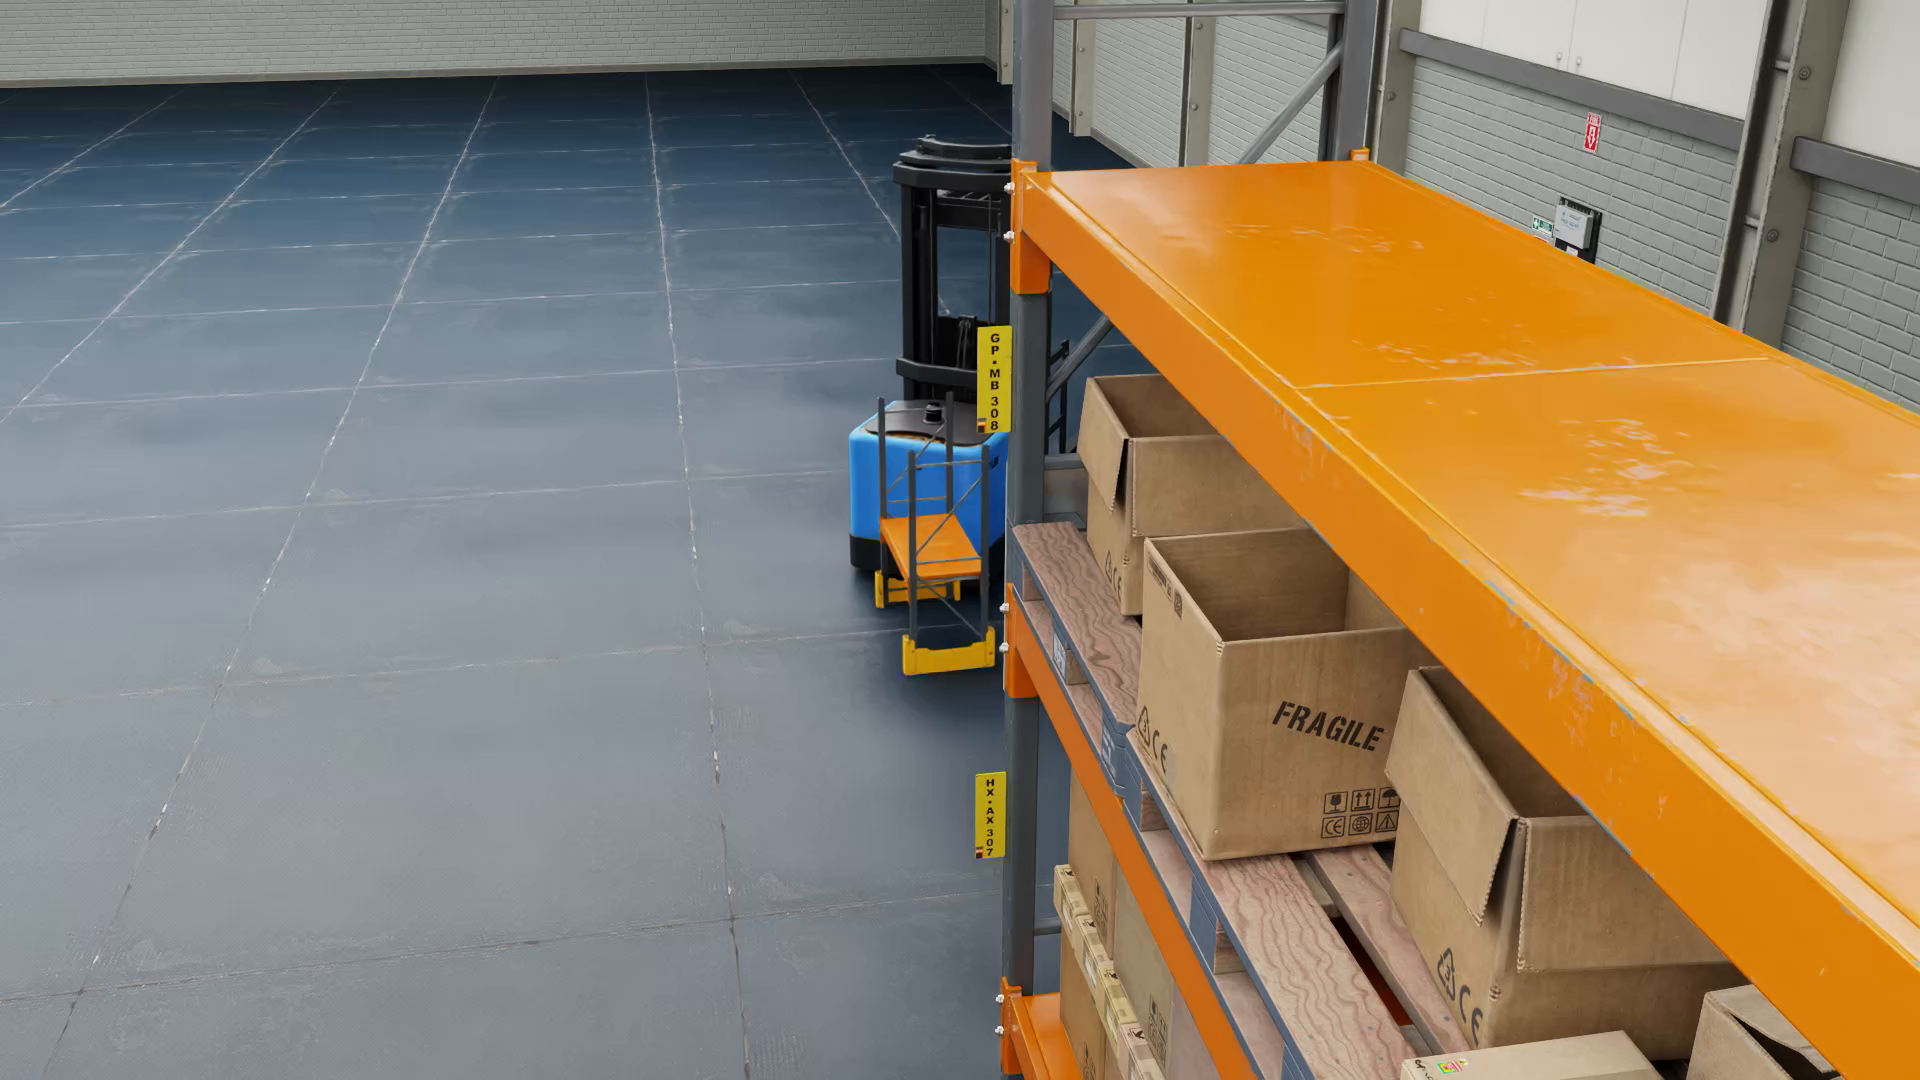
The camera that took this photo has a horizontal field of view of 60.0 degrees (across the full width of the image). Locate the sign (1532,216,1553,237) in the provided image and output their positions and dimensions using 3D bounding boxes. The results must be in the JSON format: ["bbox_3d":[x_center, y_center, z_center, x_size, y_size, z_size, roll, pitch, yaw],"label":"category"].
[{"bbox_3d":[4.957,-2.670,14.150,0.001,0.109,0.331,-4,24,-10],"label":"sign"}]

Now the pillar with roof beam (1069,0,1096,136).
[{"bbox_3d":[-2.174,-10.724,25.802,9.100,9.000,0.400,-4,24,-10],"label":"pillar with roof beam"}]

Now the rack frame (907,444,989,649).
[{"bbox_3d":[-0.069,0.133,10.313,0.500,1.500,0.032,-5,24,-12],"label":"rack frame"}]

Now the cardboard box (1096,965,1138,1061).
[{"bbox_3d":[0.604,1.333,4.757,0.380,0.149,0.250,-4,24,-10],"label":"cardboard box"}]

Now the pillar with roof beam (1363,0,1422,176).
[{"bbox_3d":[0.045,-6.003,14.995,9.100,9.000,0.400,-4,24,-10],"label":"pillar with roof beam"}]

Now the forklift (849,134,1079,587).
[{"bbox_3d":[0.237,-1.576,12.438,1.130,2.935,3.031,9,25,20],"label":"forklift"}]

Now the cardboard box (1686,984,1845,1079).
[{"bbox_3d":[1.453,0.857,2.447,0.500,0.311,0.500,-6,24,-13],"label":"cardboard box"}]

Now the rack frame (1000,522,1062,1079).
[{"bbox_3d":[0.647,1.304,5.759,1.000,3.000,0.127,-4,24,-10],"label":"rack frame"}]

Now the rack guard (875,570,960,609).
[{"bbox_3d":[-0.290,0.317,11.455,0.587,0.250,0.087,-5,24,-12],"label":"rack guard"}]

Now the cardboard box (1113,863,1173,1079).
[{"bbox_3d":[0.833,1.075,4.536,0.700,0.500,0.500,-5,24,-11],"label":"cardboard box"}]

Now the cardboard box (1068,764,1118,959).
[{"bbox_3d":[0.731,0.869,5.009,0.700,0.500,0.500,-4,24,-10],"label":"cardboard box"}]

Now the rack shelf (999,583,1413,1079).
[{"bbox_3d":[1.017,1.046,3.502,1.077,0.370,4.000,-4,24,-10],"label":"rack shelf"}]

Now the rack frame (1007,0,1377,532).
[{"bbox_3d":[0.647,-1.445,4.558,1.000,3.000,0.127,-4,24,-10],"label":"rack frame"}]

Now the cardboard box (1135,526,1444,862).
[{"bbox_3d":[0.686,0.300,3.485,0.500,0.500,0.500,-4,24,-10],"label":"cardboard box"}]

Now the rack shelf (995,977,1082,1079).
[{"bbox_3d":[1.017,2.420,4.102,1.077,0.370,4.000,-4,24,-10],"label":"rack shelf"}]

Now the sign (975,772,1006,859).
[{"bbox_3d":[0.101,0.910,5.481,0.100,0.325,0.005,-4,24,-10],"label":"sign"}]

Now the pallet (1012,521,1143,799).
[{"bbox_3d":[0.753,0.250,4.535,1.003,0.211,1.213,-4,24,-10],"label":"pallet"}]

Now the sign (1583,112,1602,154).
[{"bbox_3d":[5.062,-3.261,13.314,0.001,0.298,0.199,-4,24,-10],"label":"sign"}]

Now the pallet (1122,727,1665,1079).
[{"bbox_3d":[0.982,0.731,3.434,1.003,0.211,1.213,-4,24,-10],"label":"pallet"}]

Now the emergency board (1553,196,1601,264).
[{"bbox_3d":[4.965,-2.188,13.754,0.194,1.169,0.643,-4,24,-10],"label":"emergency board"}]

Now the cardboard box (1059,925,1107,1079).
[{"bbox_3d":[0.721,1.443,5.317,0.700,0.500,0.500,-4,24,-10],"label":"cardboard box"}]

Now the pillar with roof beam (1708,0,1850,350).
[{"bbox_3d":[1.154,-3.643,9.591,9.100,9.000,0.400,-4,24,-10],"label":"pillar with roof beam"}]

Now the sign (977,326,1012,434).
[{"bbox_3d":[0.101,-0.469,4.879,0.100,0.325,0.005,-4,24,-10],"label":"sign"}]

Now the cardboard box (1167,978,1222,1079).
[{"bbox_3d":[0.927,1.274,4.083,0.700,0.500,0.500,-4,24,-10],"label":"cardboard box"}]

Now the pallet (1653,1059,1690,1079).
[{"bbox_3d":[1.204,1.210,2.338,1.003,0.211,1.213,-4,24,-10],"label":"pallet"}]

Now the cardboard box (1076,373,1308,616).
[{"bbox_3d":[0.749,-0.148,4.508,0.797,0.503,0.637,-3,24,-6],"label":"cardboard box"}]

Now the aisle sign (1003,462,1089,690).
[{"bbox_3d":[0.334,0.109,5.246,0.394,0.787,0.004,-4,24,-10],"label":"aisle sign"}]

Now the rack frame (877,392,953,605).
[{"bbox_3d":[-0.294,-0.264,11.222,0.500,1.500,0.032,-5,24,-12],"label":"rack frame"}]

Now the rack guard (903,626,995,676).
[{"bbox_3d":[-0.069,0.706,10.565,0.587,0.250,0.087,-5,24,-12],"label":"rack guard"}]

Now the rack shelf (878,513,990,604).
[{"bbox_3d":[-0.182,0.100,10.840,0.538,0.185,1.000,-5,24,-12],"label":"rack shelf"}]

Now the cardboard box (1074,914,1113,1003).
[{"bbox_3d":[0.560,1.235,4.982,0.380,0.149,0.250,-5,24,-11],"label":"cardboard box"}]

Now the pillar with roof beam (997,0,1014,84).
[{"bbox_3d":[-3.284,-13.084,31.206,9.100,9.000,0.400,-4,24,-10],"label":"pillar with roof beam"}]

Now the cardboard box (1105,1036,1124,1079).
[{"bbox_3d":[0.823,1.649,4.844,0.700,0.500,0.500,-4,24,-8],"label":"cardboard box"}]

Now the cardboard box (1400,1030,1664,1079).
[{"bbox_3d":[0.895,0.907,2.535,0.380,0.149,0.250,-4,24,-10],"label":"cardboard box"}]

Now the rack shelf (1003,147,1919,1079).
[{"bbox_3d":[1.017,-0.146,2.981,1.077,0.370,4.000,-4,24,-10],"label":"rack shelf"}]

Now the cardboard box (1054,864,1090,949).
[{"bbox_3d":[0.508,1.131,5.219,0.380,0.149,0.250,-4,24,-10],"label":"cardboard box"}]

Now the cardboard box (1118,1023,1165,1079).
[{"bbox_3d":[0.649,1.432,4.530,0.380,0.149,0.250,-5,24,-11],"label":"cardboard box"}]

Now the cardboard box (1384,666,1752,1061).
[{"bbox_3d":[1.206,0.542,2.928,0.797,0.503,0.637,-2,24,-4],"label":"cardboard box"}]

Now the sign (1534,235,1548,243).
[{"bbox_3d":[4.965,-2.429,14.262,0.001,0.329,0.234,-4,24,-10],"label":"sign"}]

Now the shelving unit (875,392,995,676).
[{"bbox_3d":[-0.180,-0.062,10.760,0.587,1.500,1.083,-5,24,-12],"label":"shelving unit"}]

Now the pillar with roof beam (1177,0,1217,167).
[{"bbox_3d":[-1.065,-8.363,20.399,9.100,9.000,0.400,-4,24,-10],"label":"pillar with roof beam"}]
